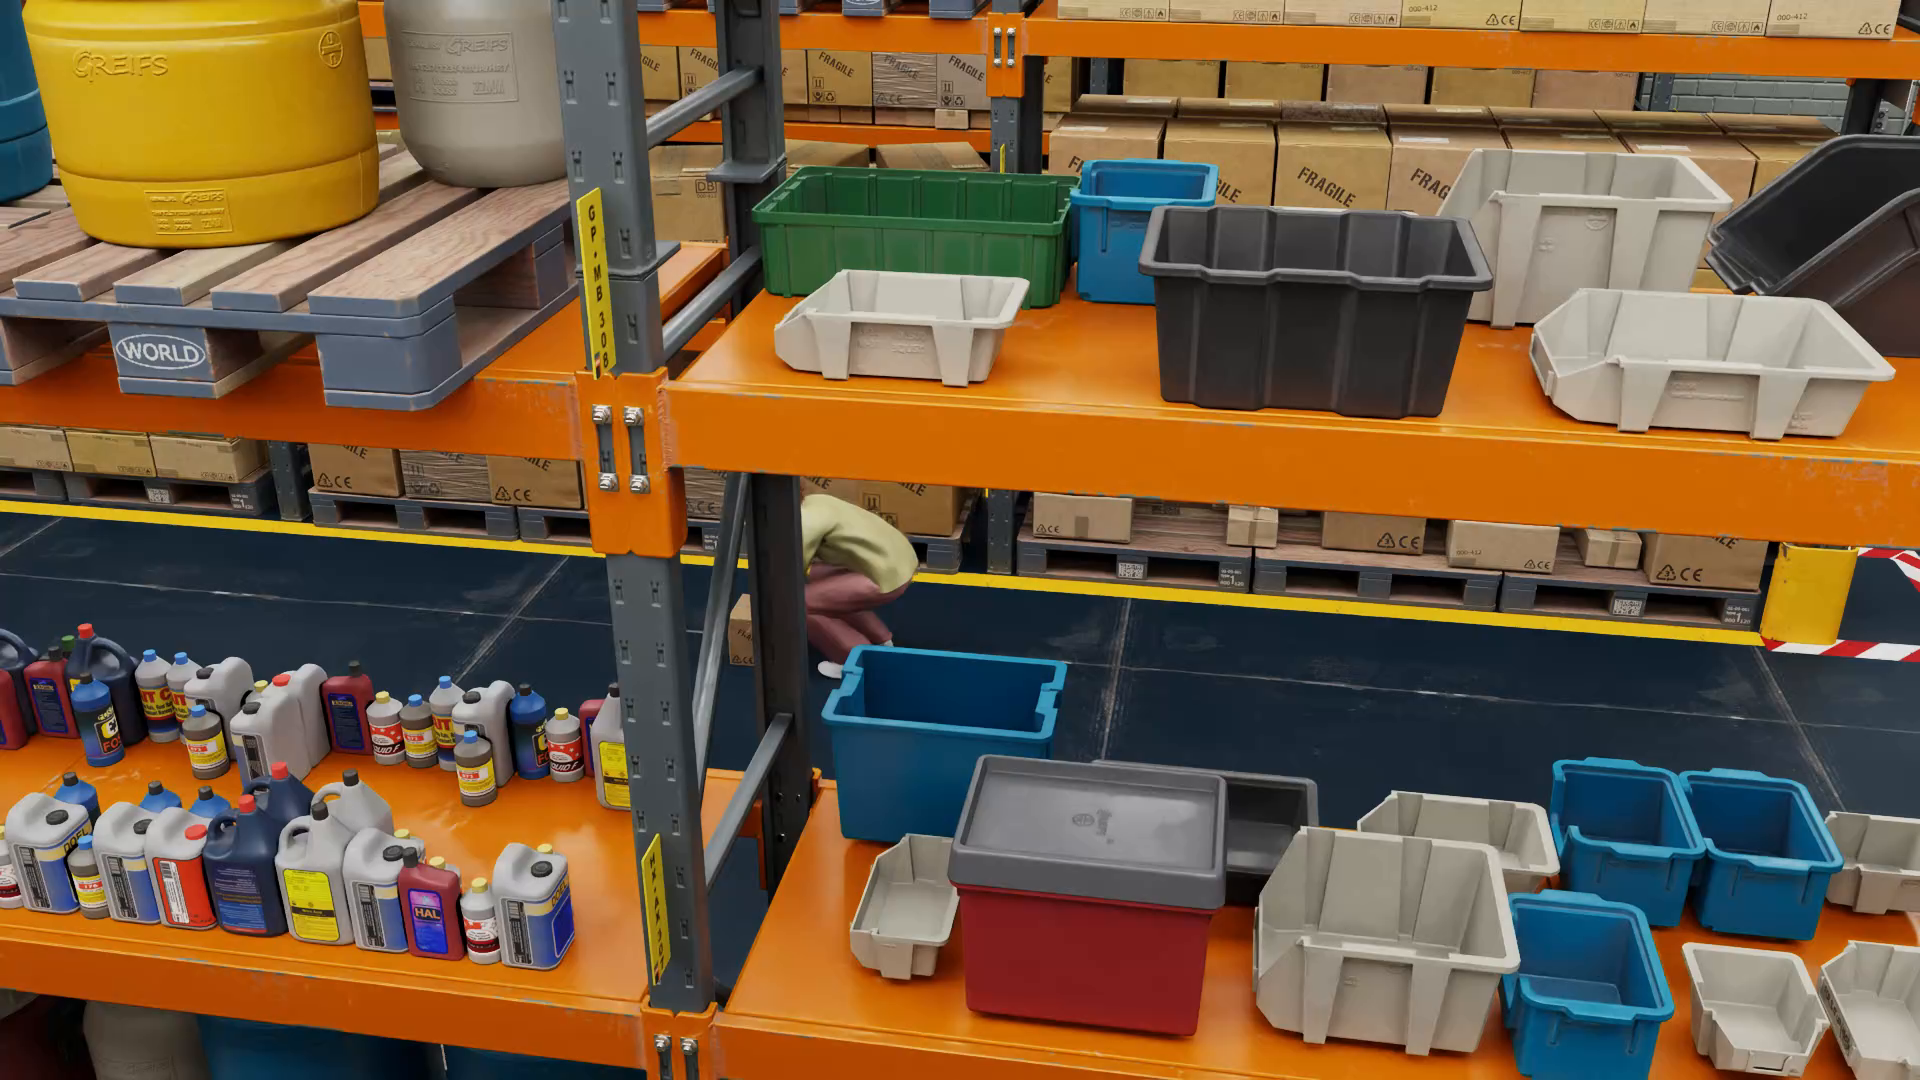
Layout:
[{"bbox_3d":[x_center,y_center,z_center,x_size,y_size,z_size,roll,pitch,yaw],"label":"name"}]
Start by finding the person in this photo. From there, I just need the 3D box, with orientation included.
[{"bbox_3d":[-0.596,0.165,7.642,0.794,0.929,0.490,4,25,9],"label":"person"}]
